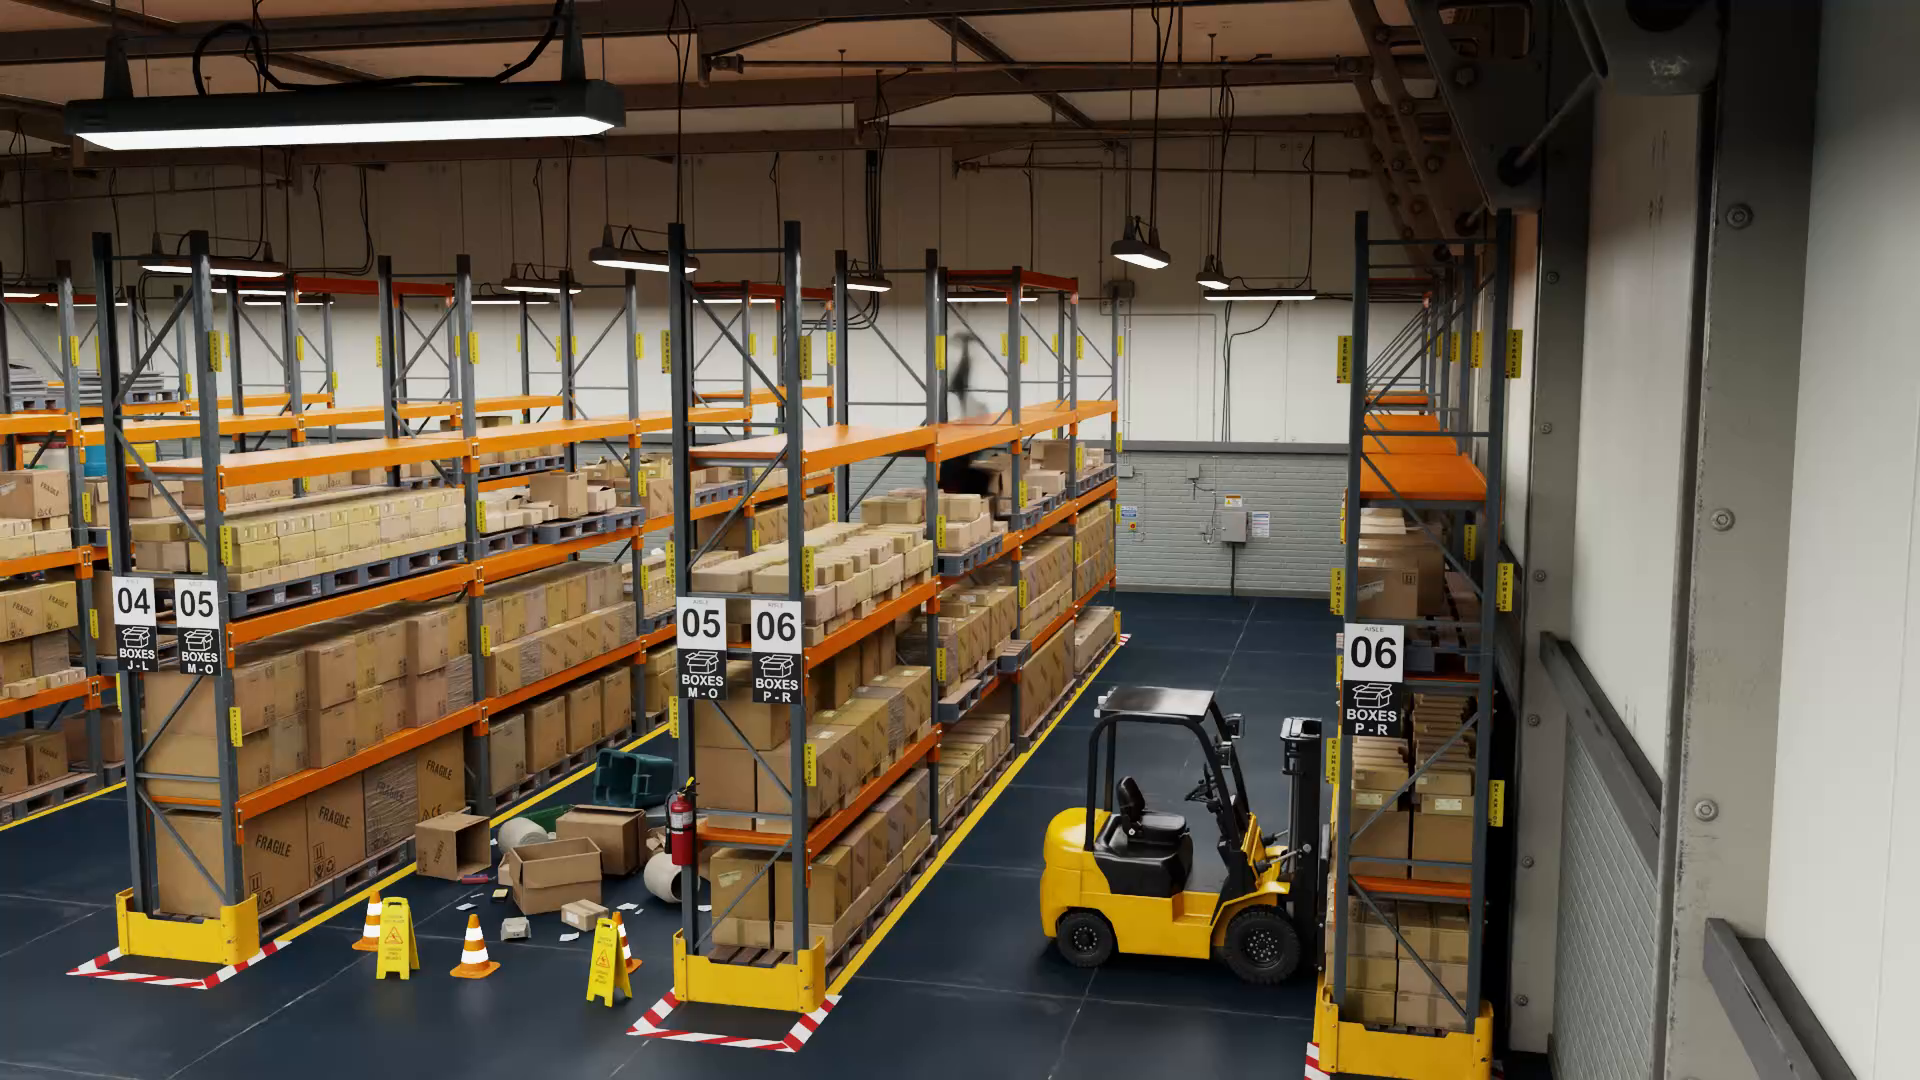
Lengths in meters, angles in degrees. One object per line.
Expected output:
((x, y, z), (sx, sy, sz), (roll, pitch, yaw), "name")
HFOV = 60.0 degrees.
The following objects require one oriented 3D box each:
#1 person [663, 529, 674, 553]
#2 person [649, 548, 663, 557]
((-5.226, 0.665, 30.324), (0.545, 1.703, 0.747), (1, 7, 8), "person")
((-4.910, 0.991, 27.271), (0.647, 1.748, 0.829), (1, 7, 12), "person")
